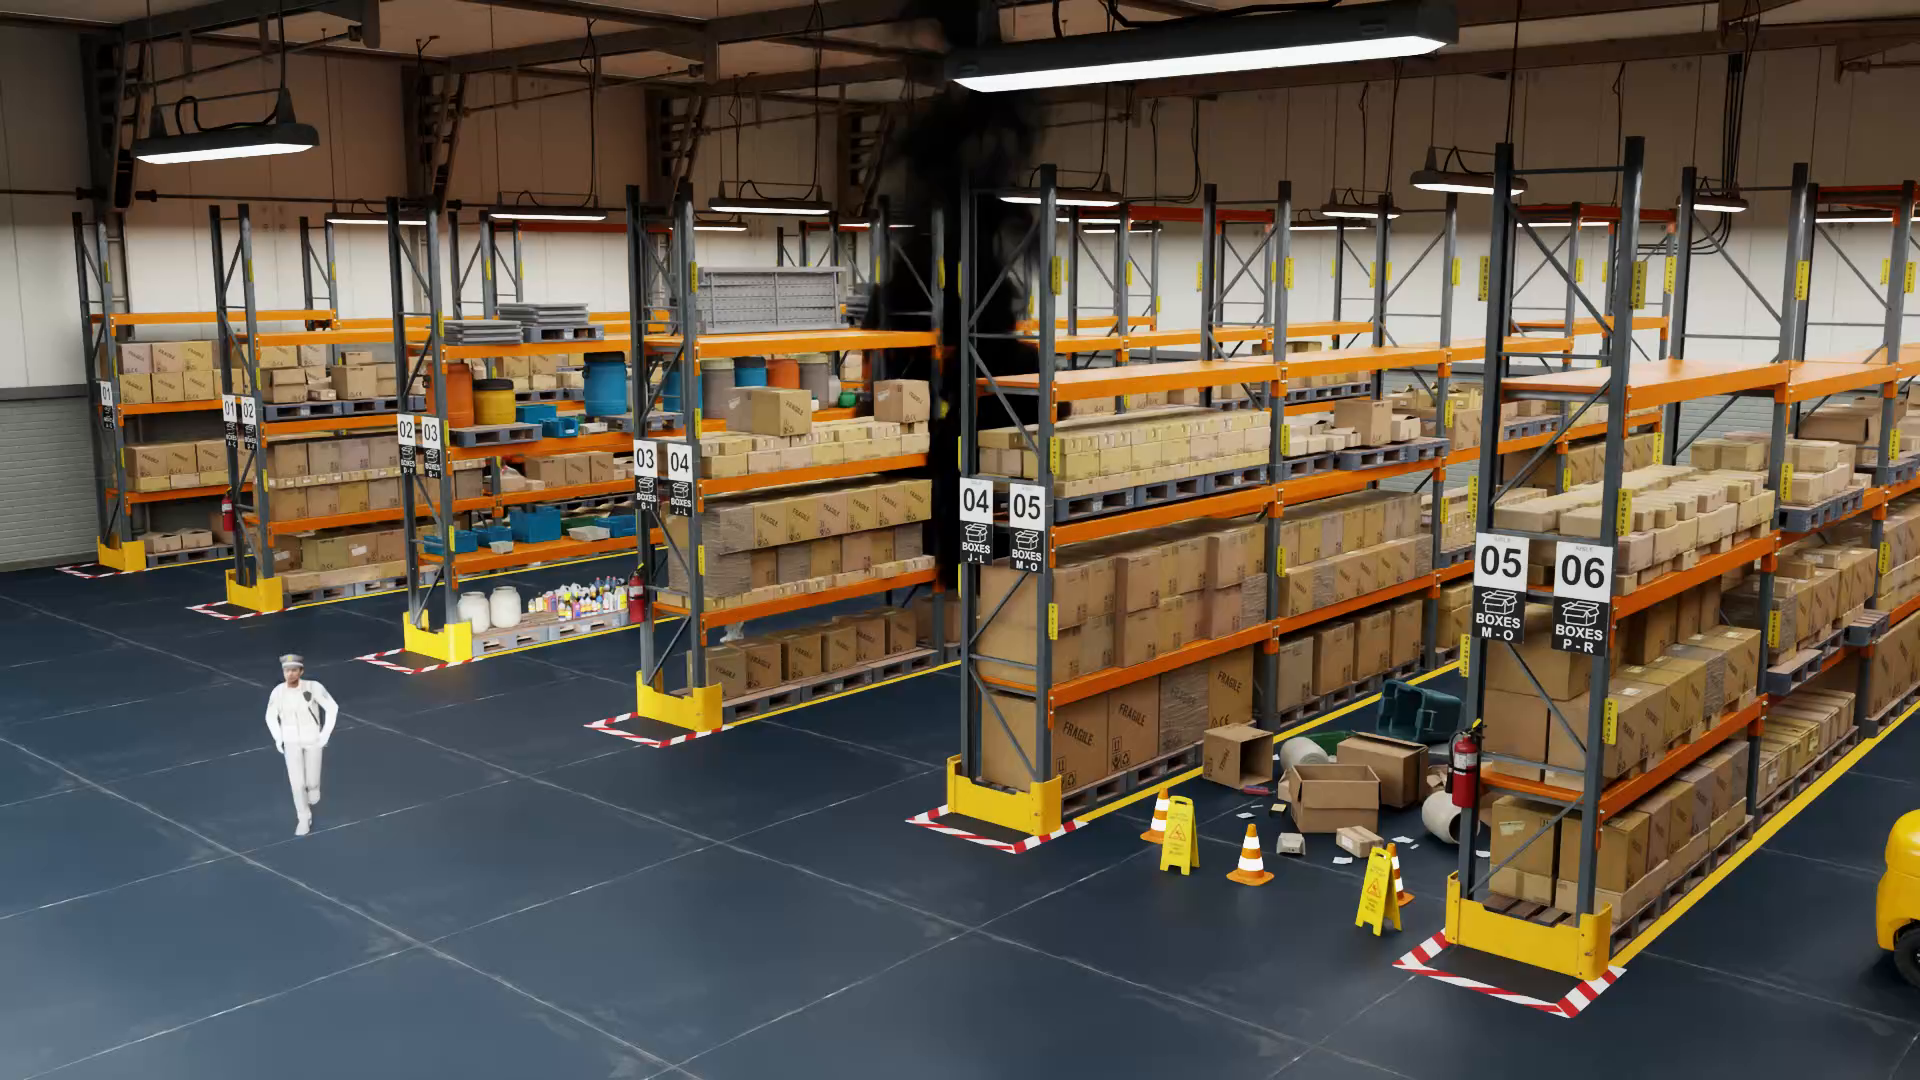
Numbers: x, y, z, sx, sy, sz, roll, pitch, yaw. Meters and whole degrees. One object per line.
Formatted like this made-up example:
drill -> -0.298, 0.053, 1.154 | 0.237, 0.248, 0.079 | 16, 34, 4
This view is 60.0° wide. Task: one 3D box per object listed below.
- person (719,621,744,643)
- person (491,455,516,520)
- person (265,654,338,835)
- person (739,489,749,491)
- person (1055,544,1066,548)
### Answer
person -> -3.056, 0.478, 21.379 | 0.689, 1.780, 0.680 | 9, 13, 44
person -> -8.426, -0.752, 30.488 | 0.649, 1.743, 0.578 | 9, 13, 43
person -> -6.060, 1.832, 15.332 | 0.606, 1.681, 0.621 | -2, 10, -13
person -> -3.787, -0.604, 28.303 | 0.620, 1.652, 0.766 | 7, 12, 35
person -> 1.178, 0.664, 20.251 | 0.671, 1.819, 0.775 | 6, 11, 33
